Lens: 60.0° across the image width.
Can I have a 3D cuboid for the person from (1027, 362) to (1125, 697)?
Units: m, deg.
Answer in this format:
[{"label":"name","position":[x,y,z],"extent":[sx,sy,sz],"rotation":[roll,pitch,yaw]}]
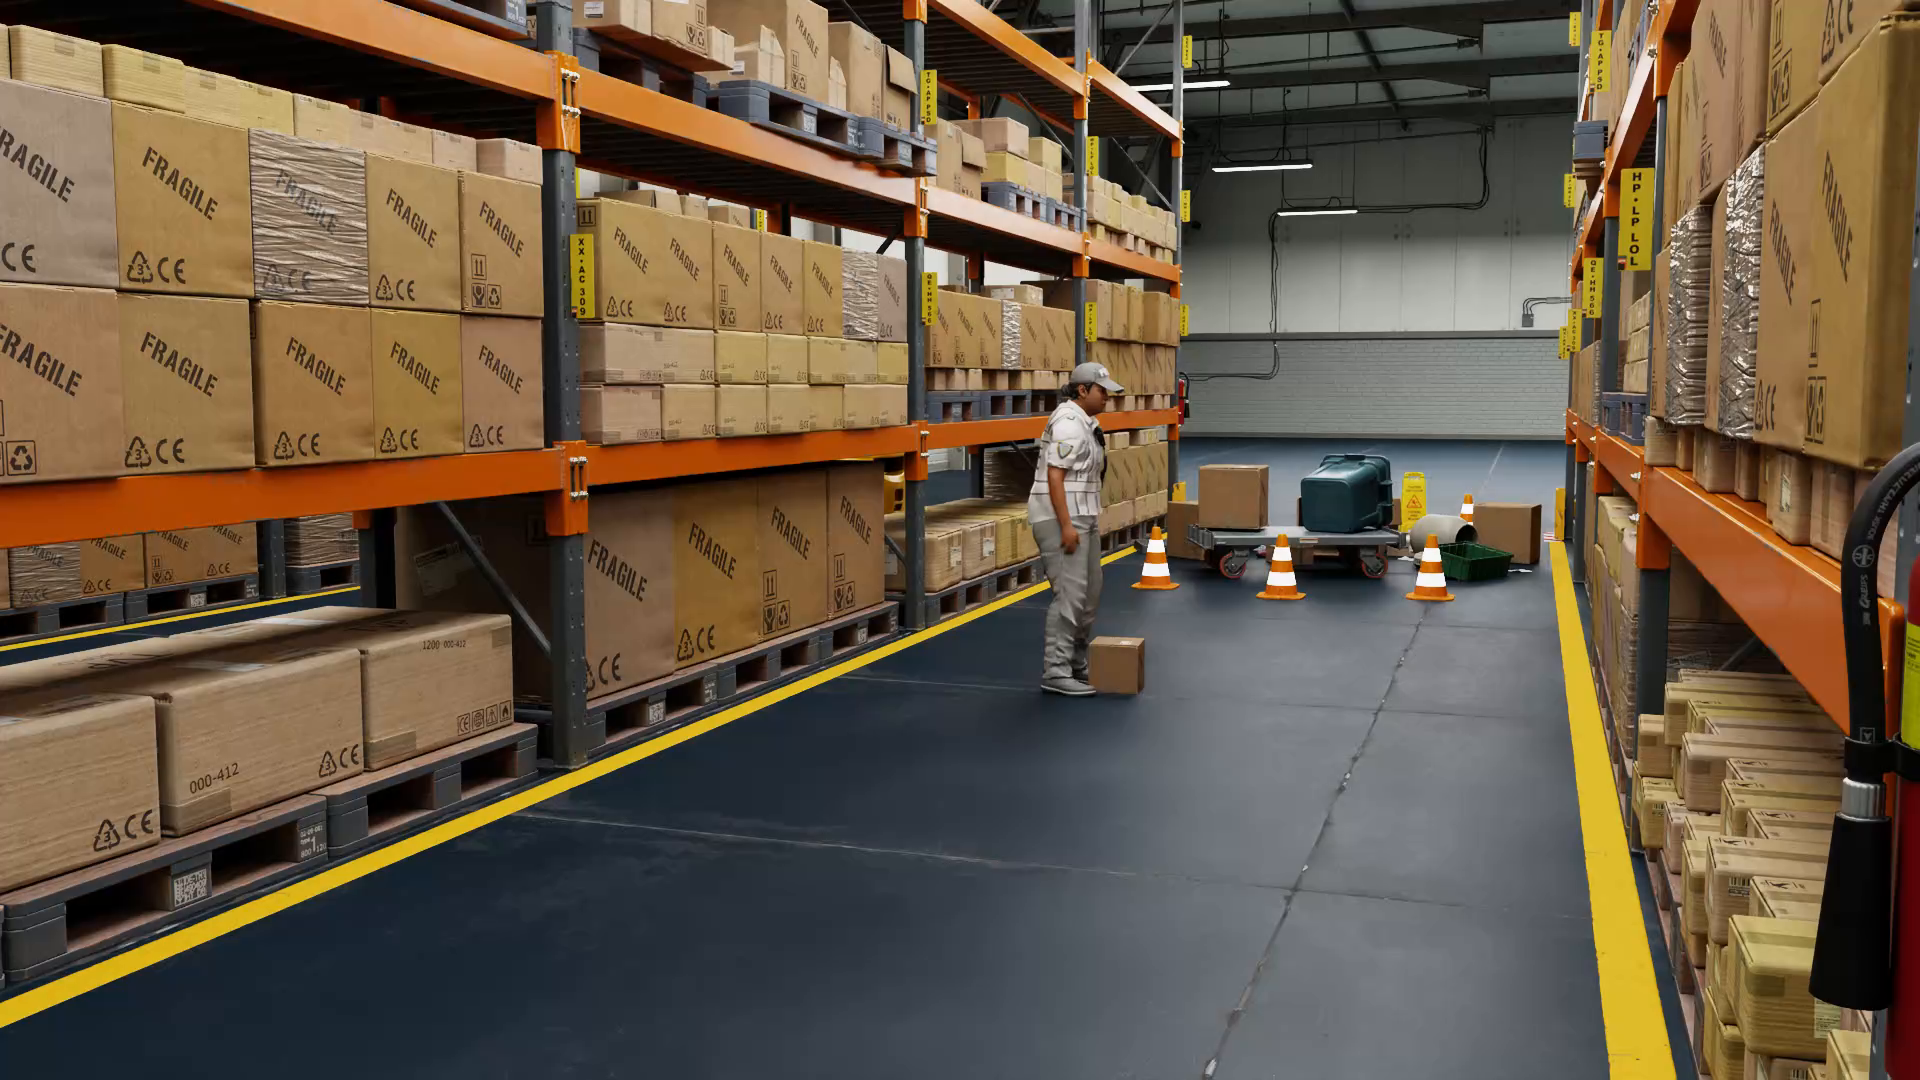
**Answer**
[{"label":"person","position":[0.594,-0.071,8.481],"extent":[0.473,1.666,0.547],"rotation":[2,6,18]}]
